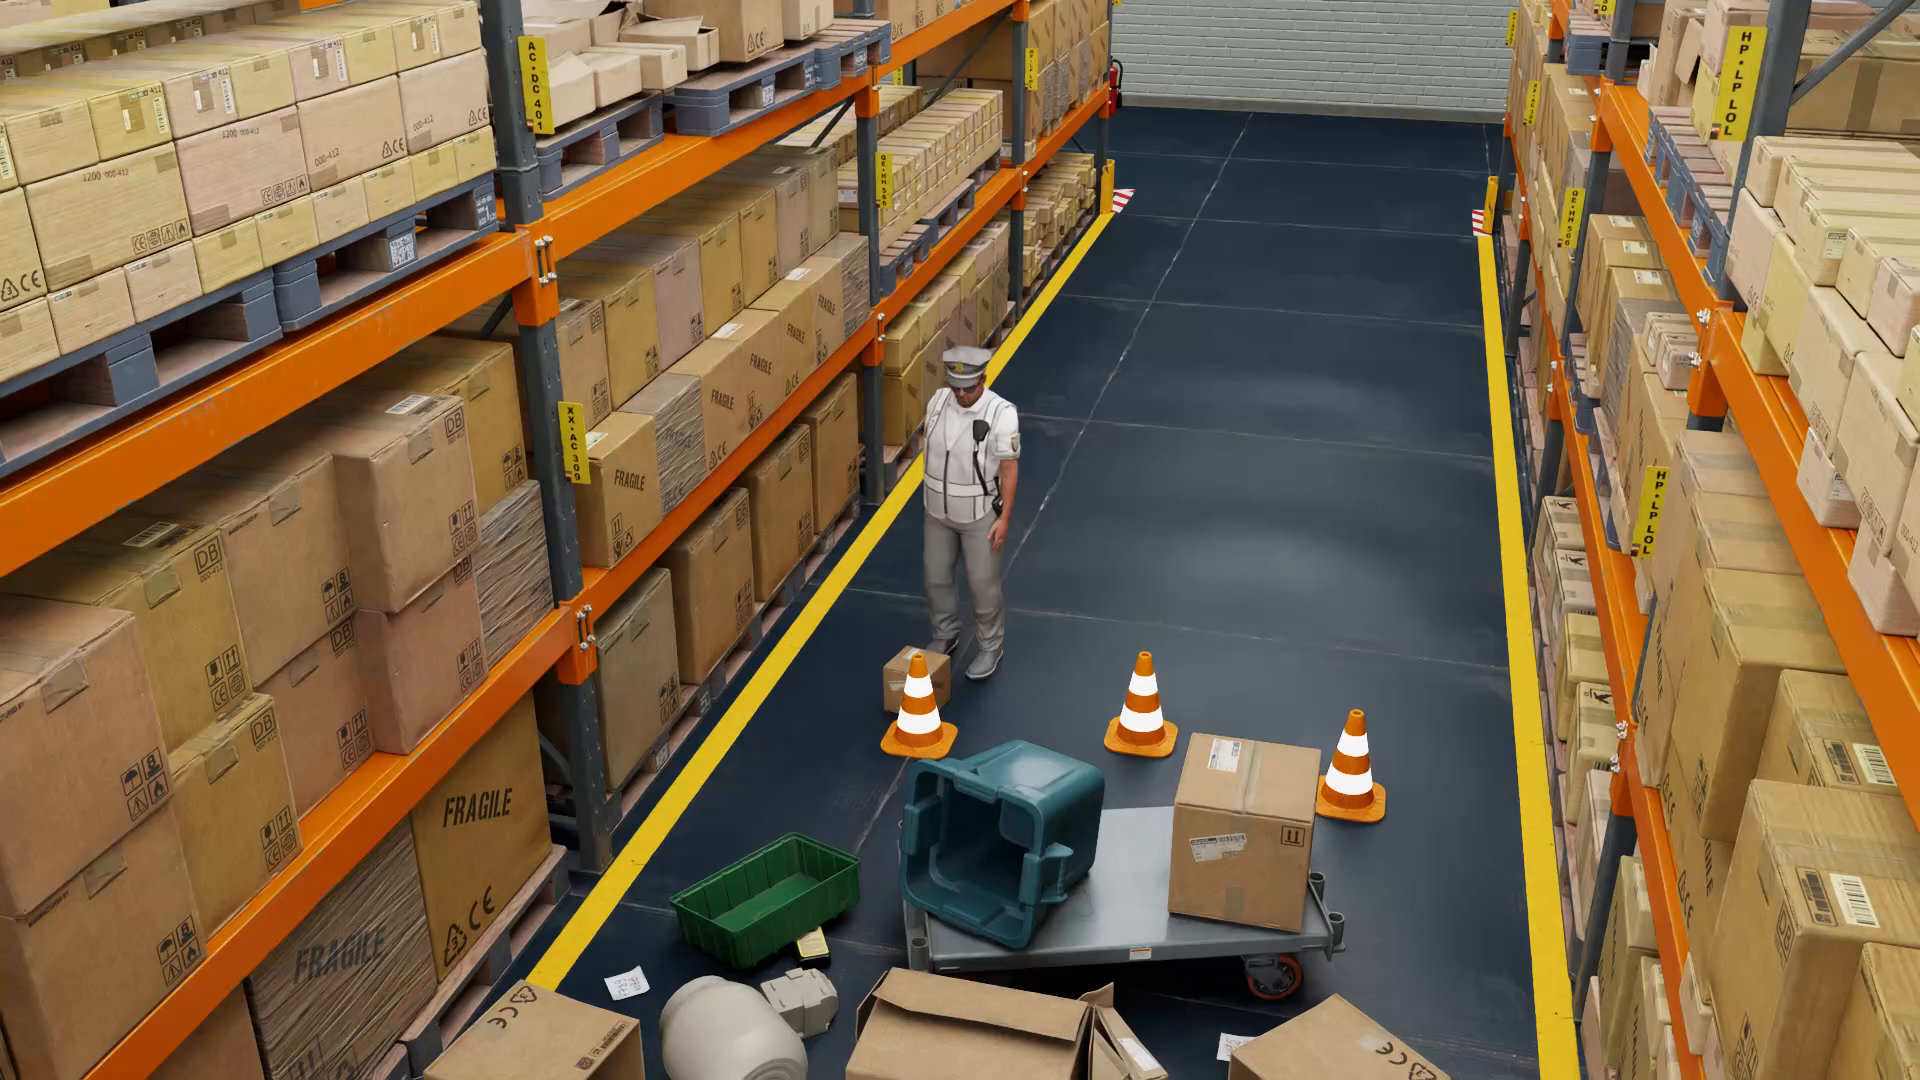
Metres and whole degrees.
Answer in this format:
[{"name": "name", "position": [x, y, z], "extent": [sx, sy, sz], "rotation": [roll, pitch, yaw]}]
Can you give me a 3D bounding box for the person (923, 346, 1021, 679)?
[{"name": "person", "position": [0.040, -0.143, 8.427], "extent": [0.531, 1.738, 0.391], "rotation": [13, 28, 25]}]
